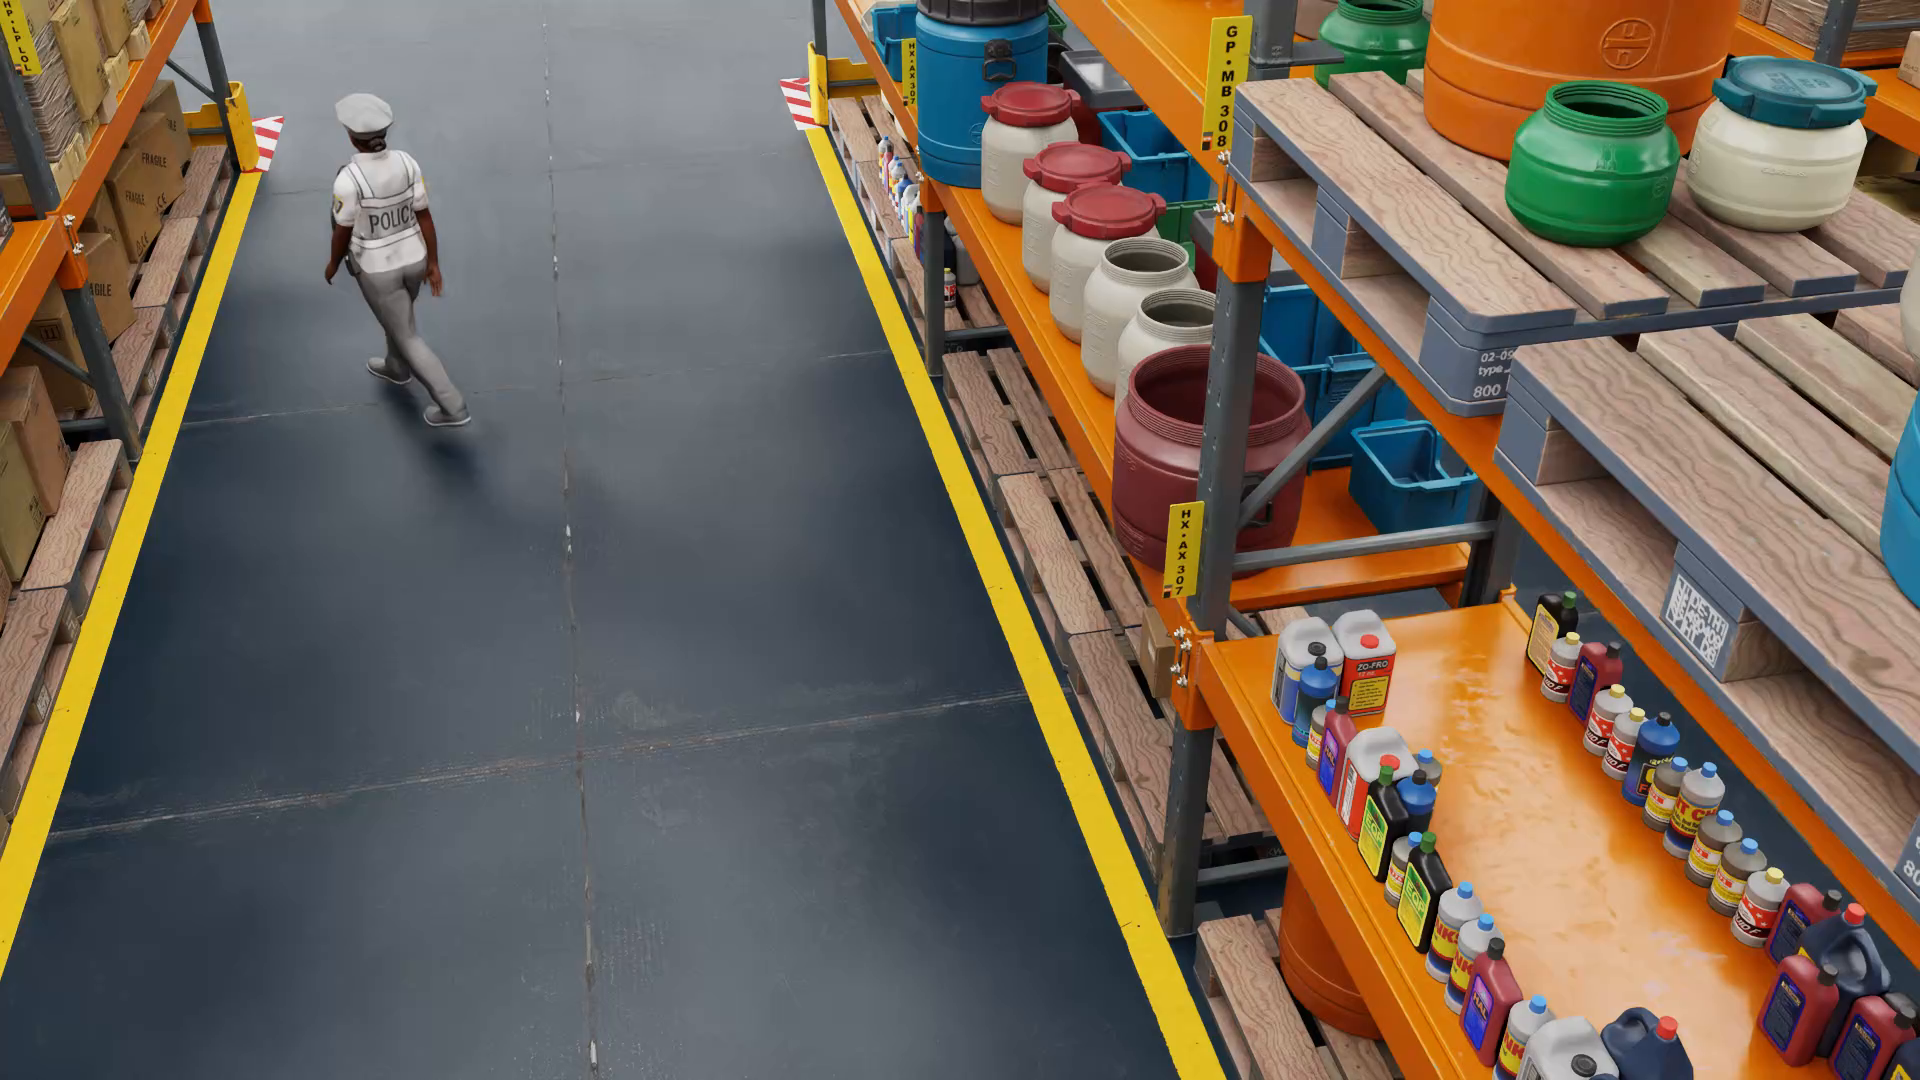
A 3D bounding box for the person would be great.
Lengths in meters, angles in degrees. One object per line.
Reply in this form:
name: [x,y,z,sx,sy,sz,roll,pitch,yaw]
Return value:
person: [-2.819,-1.370,8.102,0.962,1.636,0.454,22,40,29]
